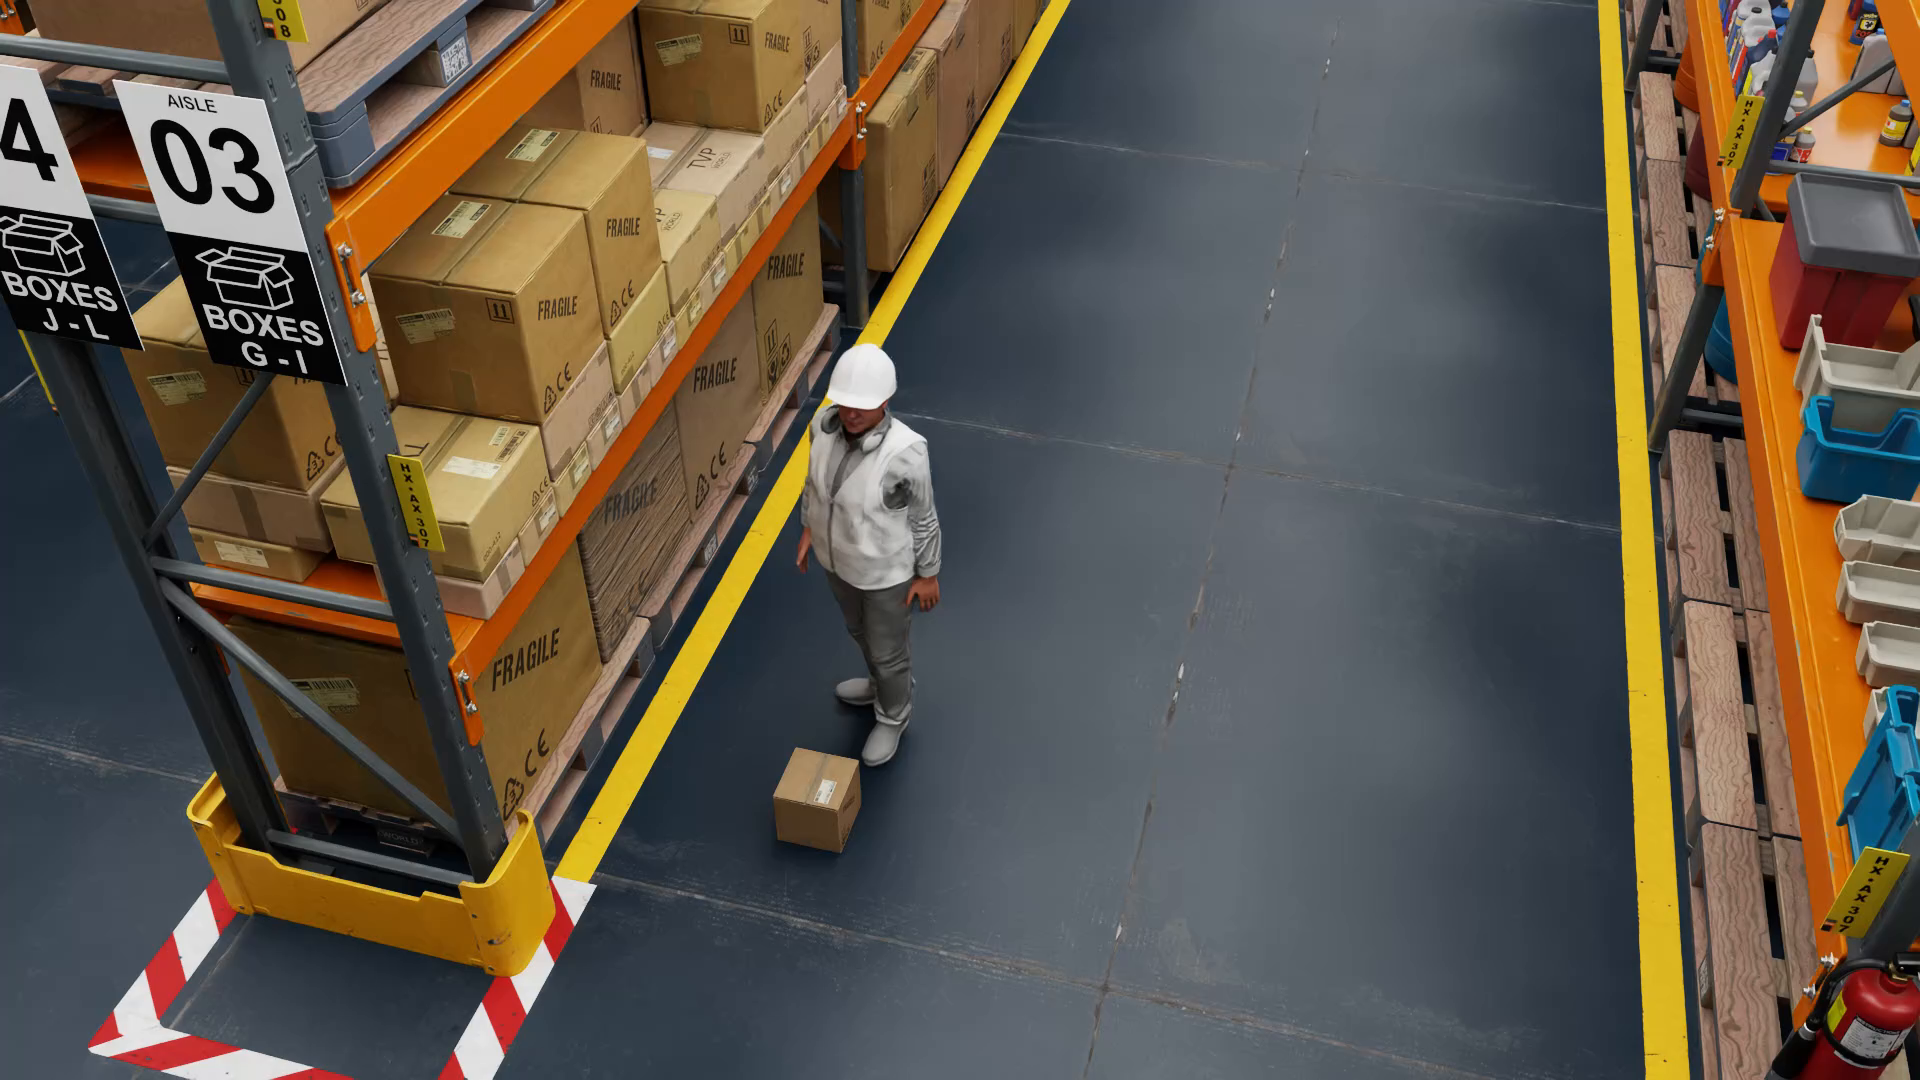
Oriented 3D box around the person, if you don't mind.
[{"bbox_3d":[-0.402,0.061,6.047,0.577,1.771,0.406,21,45,23],"label":"person"}]
